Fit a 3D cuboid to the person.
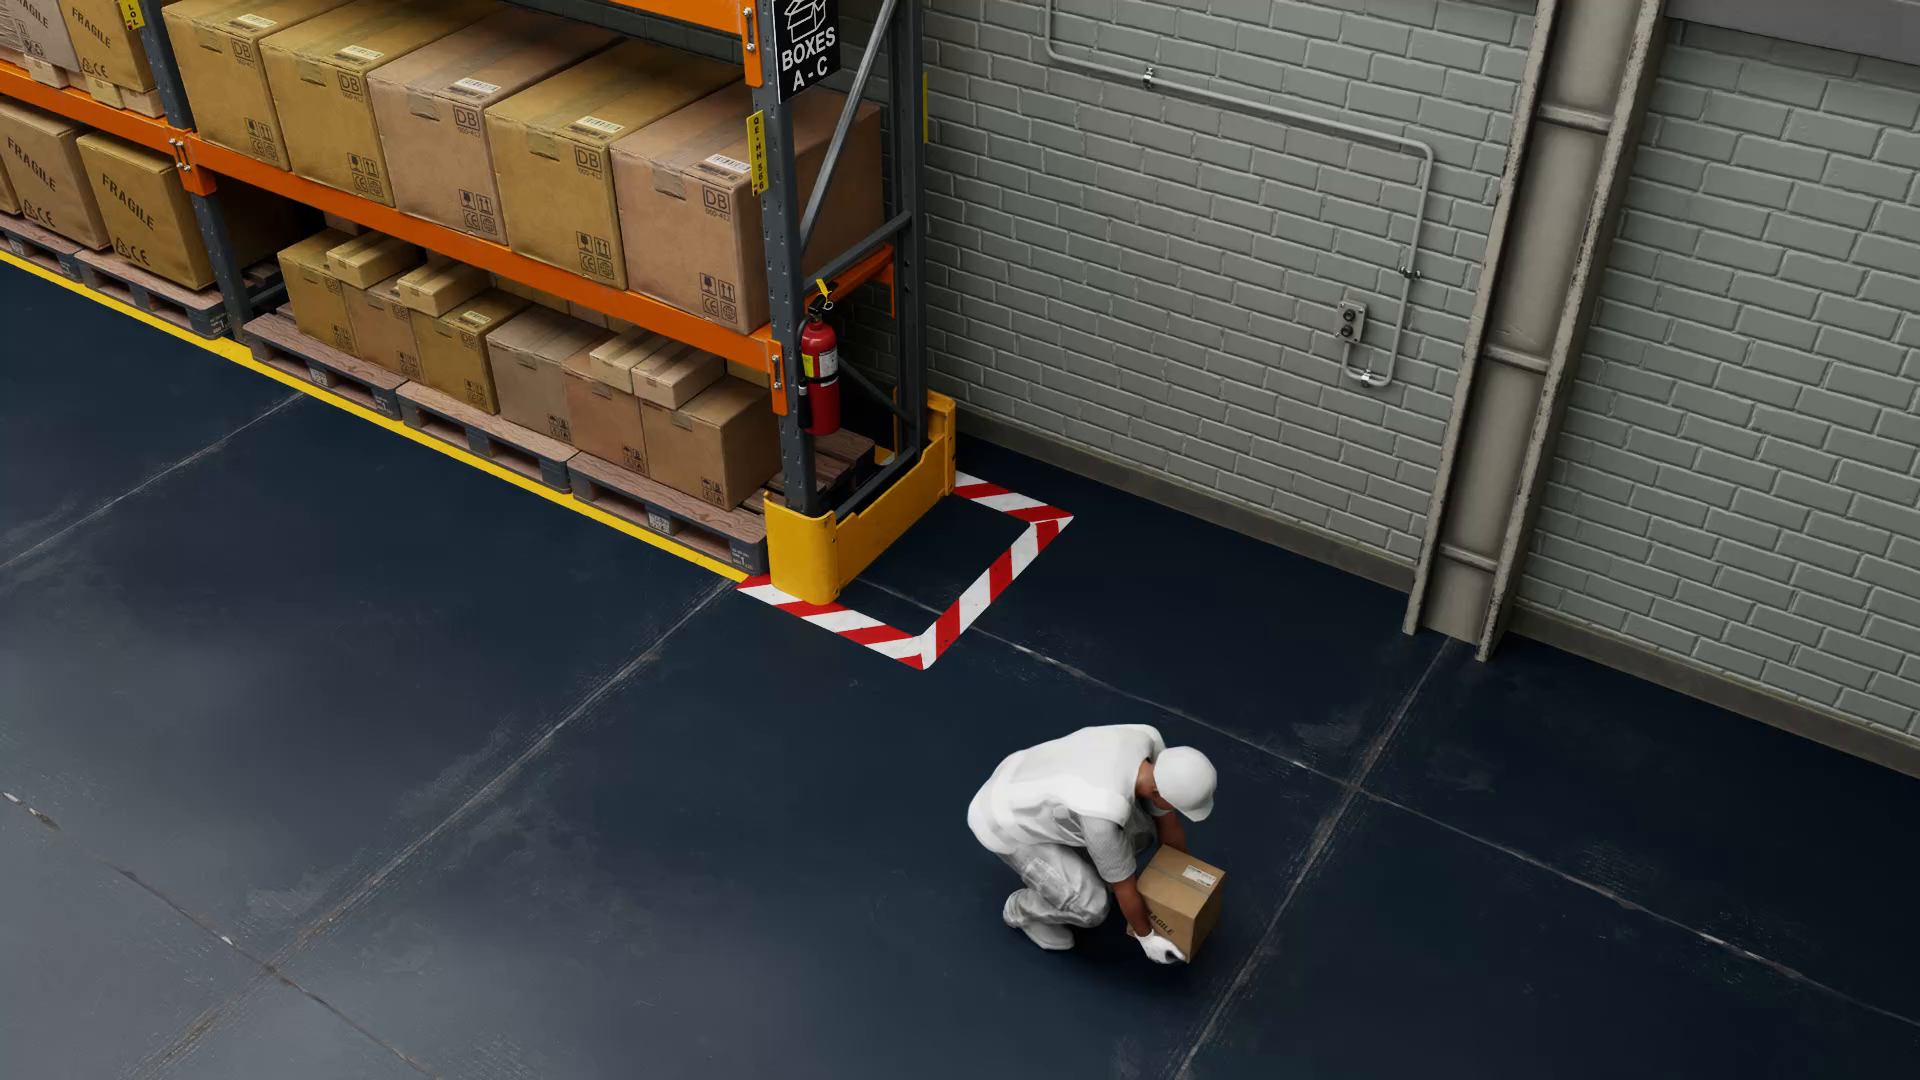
[{"bbox_3d":[0.493,1.038,5.980,0.916,1.004,0.553,20,42,24],"label":"person"}]
